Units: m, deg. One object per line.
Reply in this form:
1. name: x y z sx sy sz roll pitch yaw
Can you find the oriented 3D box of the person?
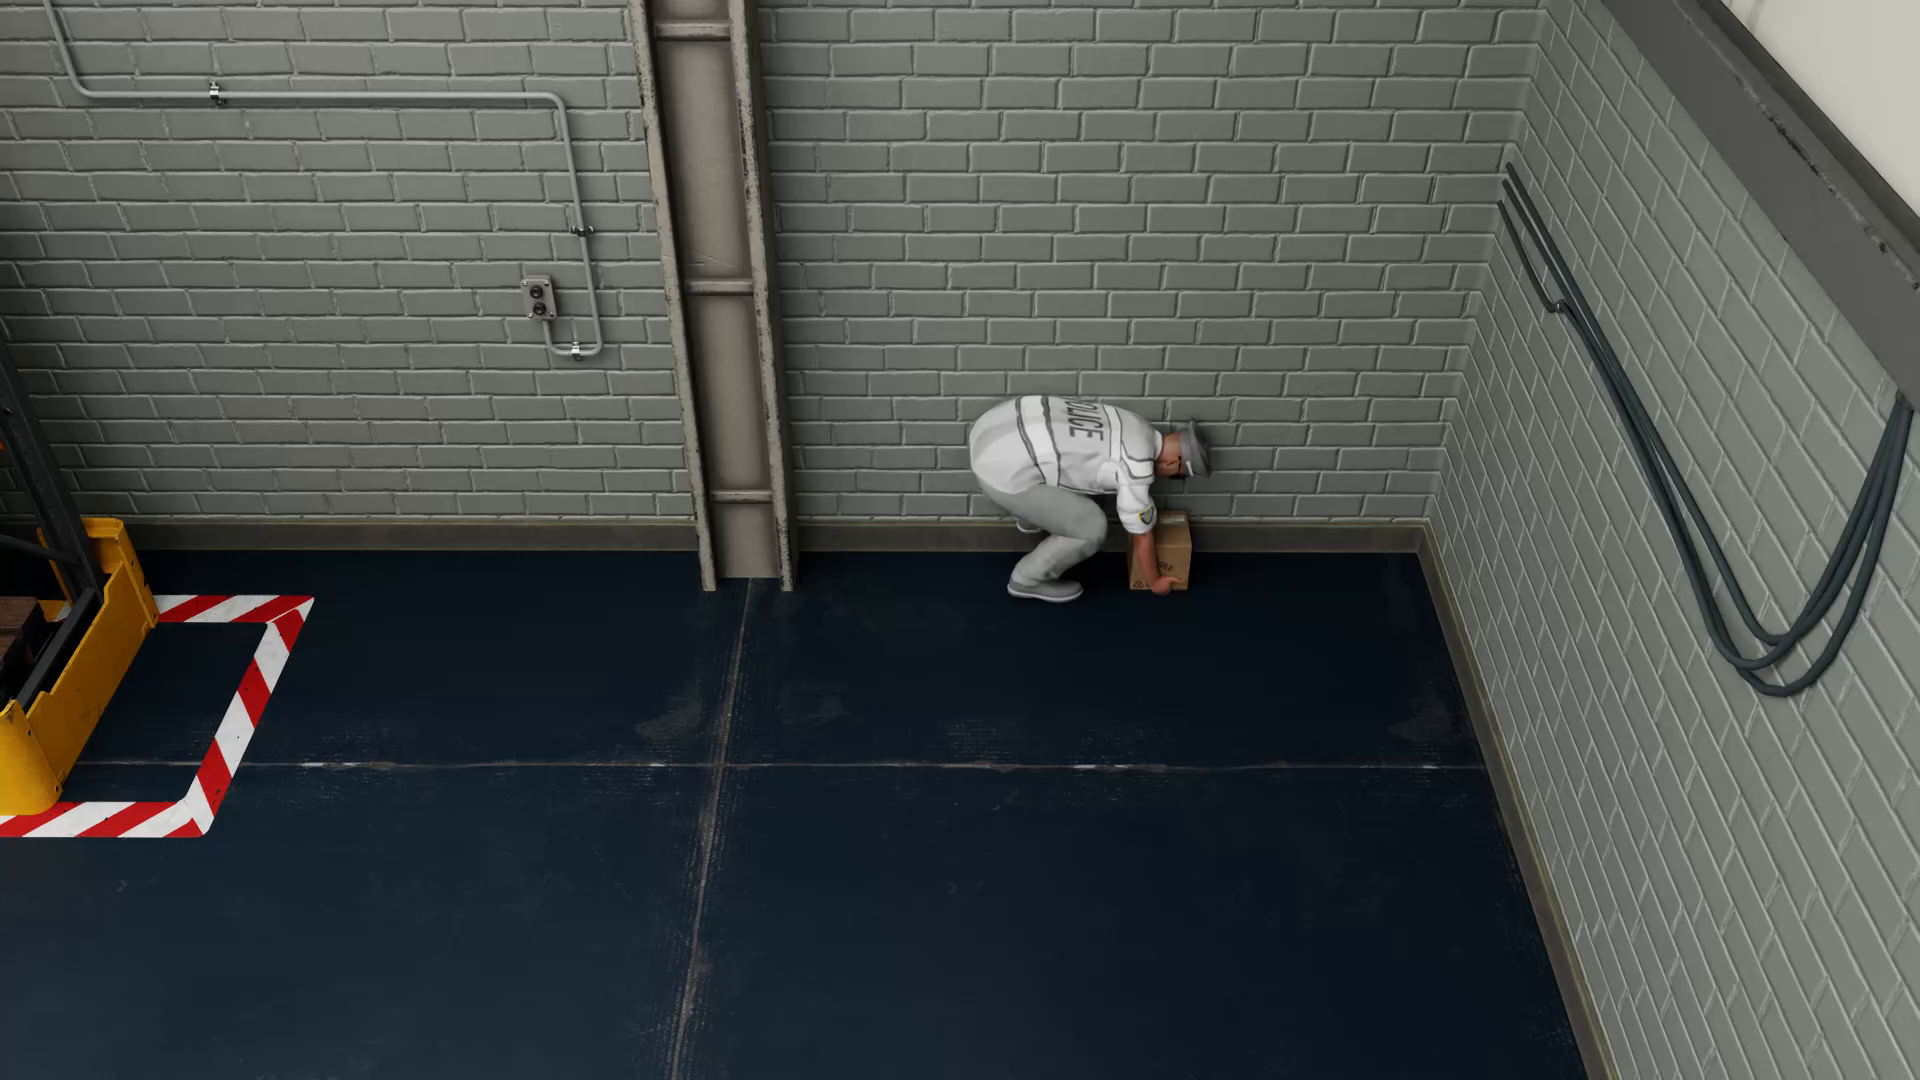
1. person: 0.552 -0.198 7.088 1.026 0.901 0.542 -1 39 -2
